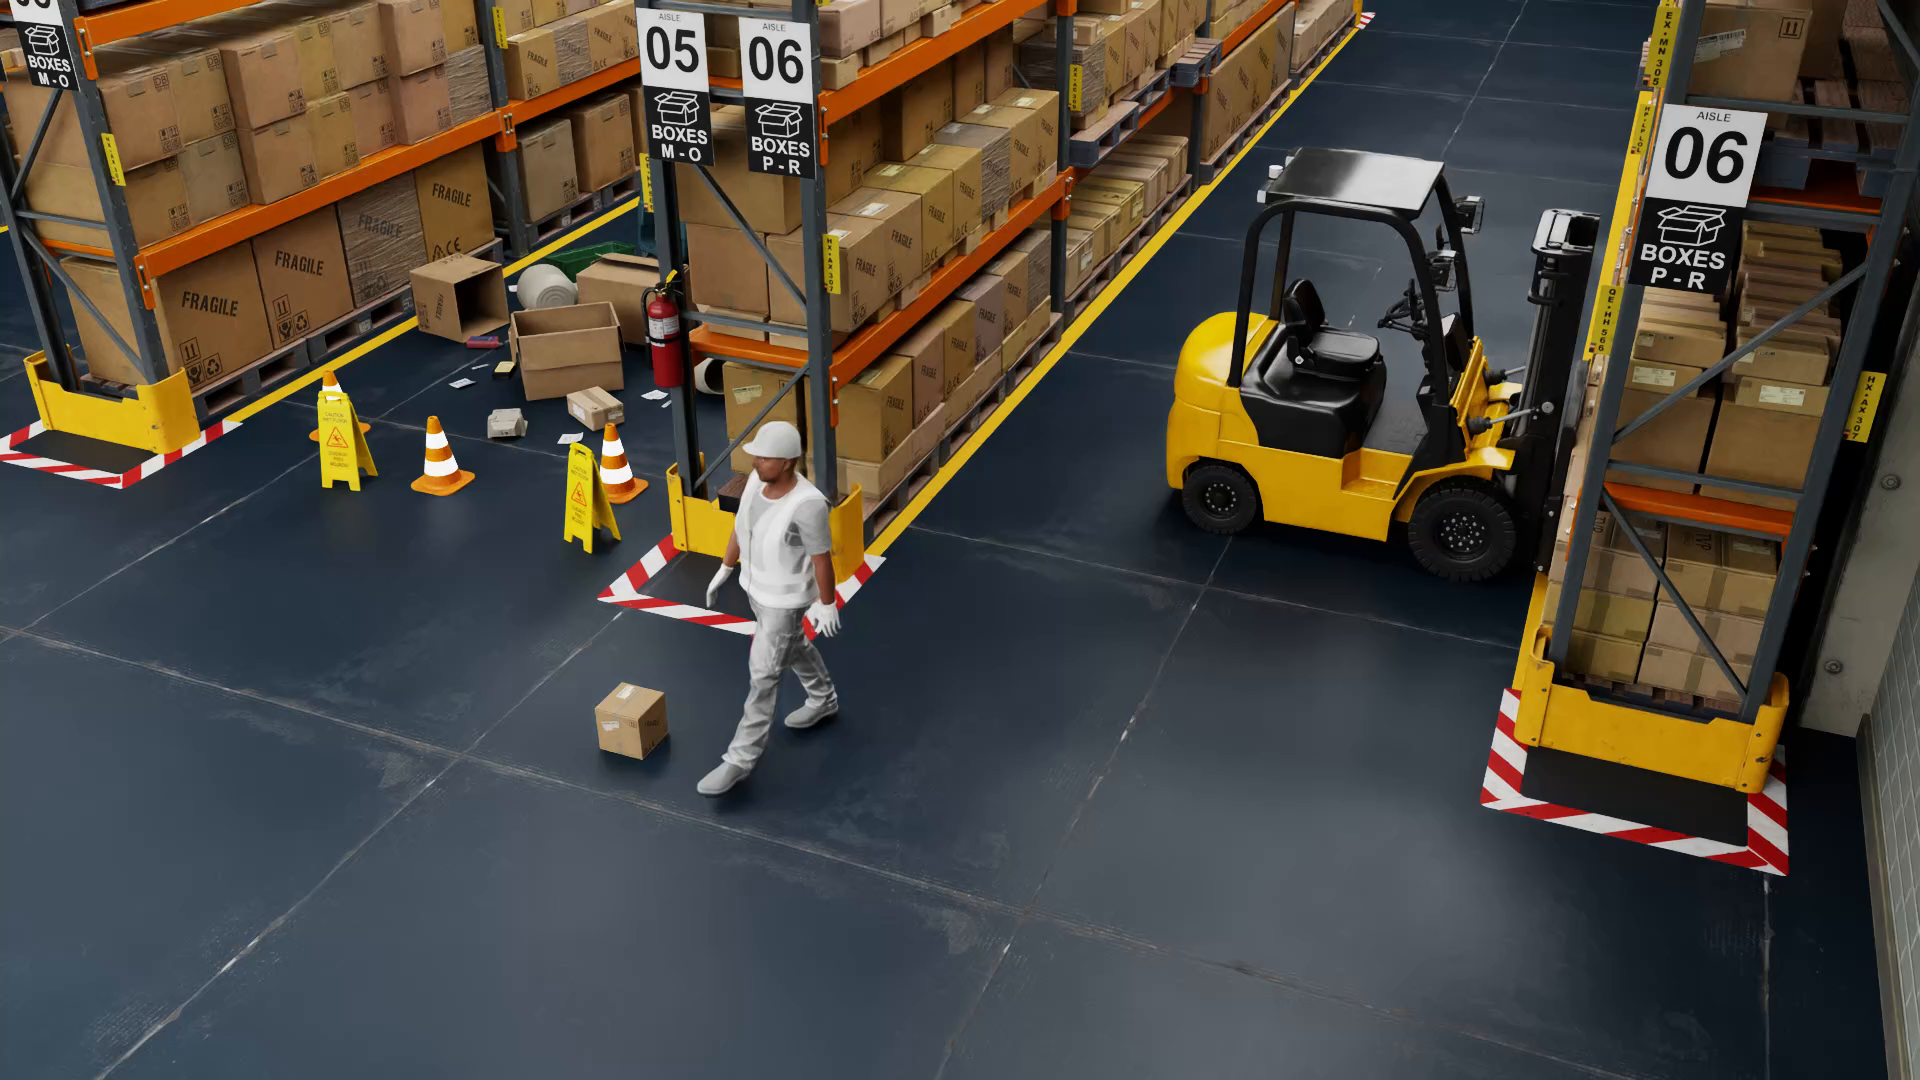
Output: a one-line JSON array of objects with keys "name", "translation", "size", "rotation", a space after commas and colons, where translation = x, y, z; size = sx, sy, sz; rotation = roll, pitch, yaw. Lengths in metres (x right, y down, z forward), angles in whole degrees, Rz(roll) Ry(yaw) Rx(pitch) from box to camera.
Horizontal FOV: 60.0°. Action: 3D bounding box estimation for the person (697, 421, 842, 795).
[{"name": "person", "translation": [-0.982, 0.272, 7.872], "size": [0.946, 1.736, 0.573], "rotation": [-19, 35, -30]}]
